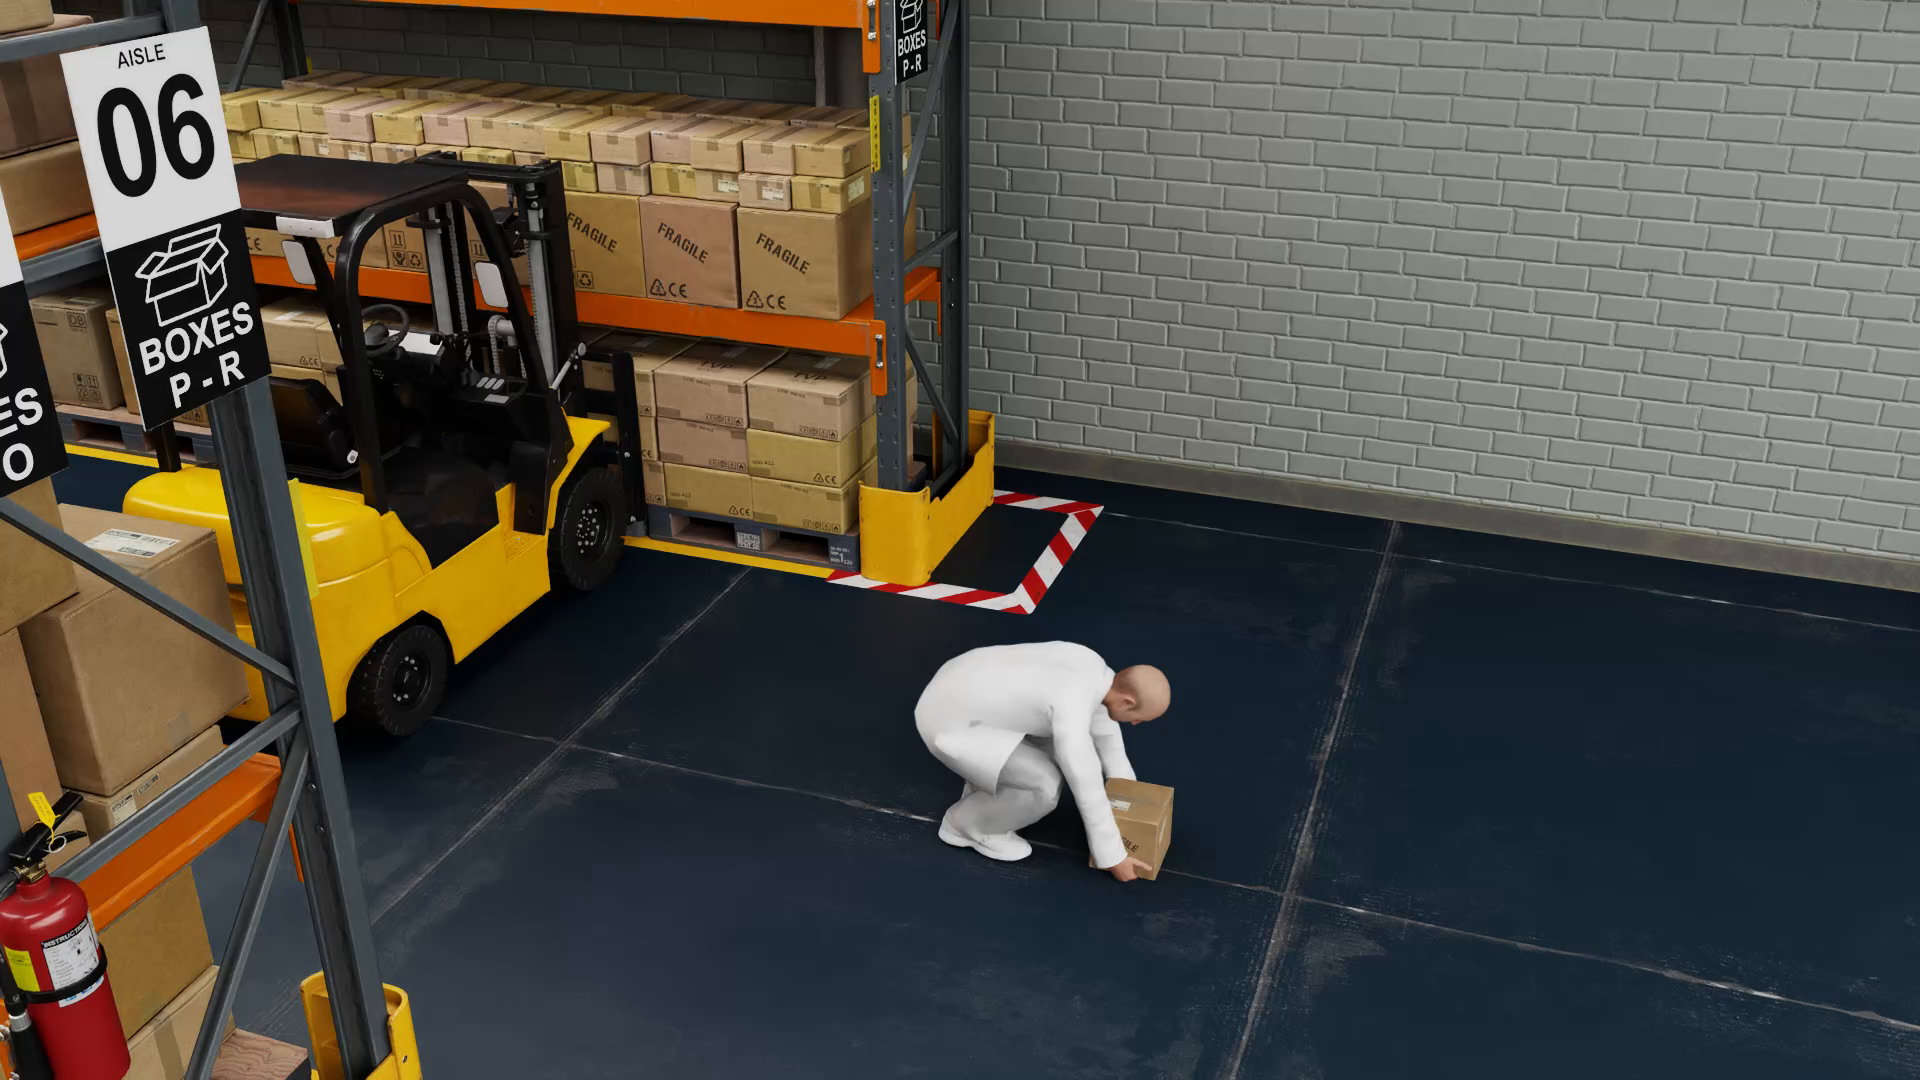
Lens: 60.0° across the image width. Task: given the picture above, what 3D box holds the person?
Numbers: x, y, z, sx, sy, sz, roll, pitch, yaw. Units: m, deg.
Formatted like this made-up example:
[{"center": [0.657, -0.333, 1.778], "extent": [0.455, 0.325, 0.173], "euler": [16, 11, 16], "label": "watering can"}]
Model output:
[{"center": [0.299, 0.782, 6.158], "extent": [0.947, 0.806, 0.576], "euler": [8, 27, 16], "label": "person"}]
